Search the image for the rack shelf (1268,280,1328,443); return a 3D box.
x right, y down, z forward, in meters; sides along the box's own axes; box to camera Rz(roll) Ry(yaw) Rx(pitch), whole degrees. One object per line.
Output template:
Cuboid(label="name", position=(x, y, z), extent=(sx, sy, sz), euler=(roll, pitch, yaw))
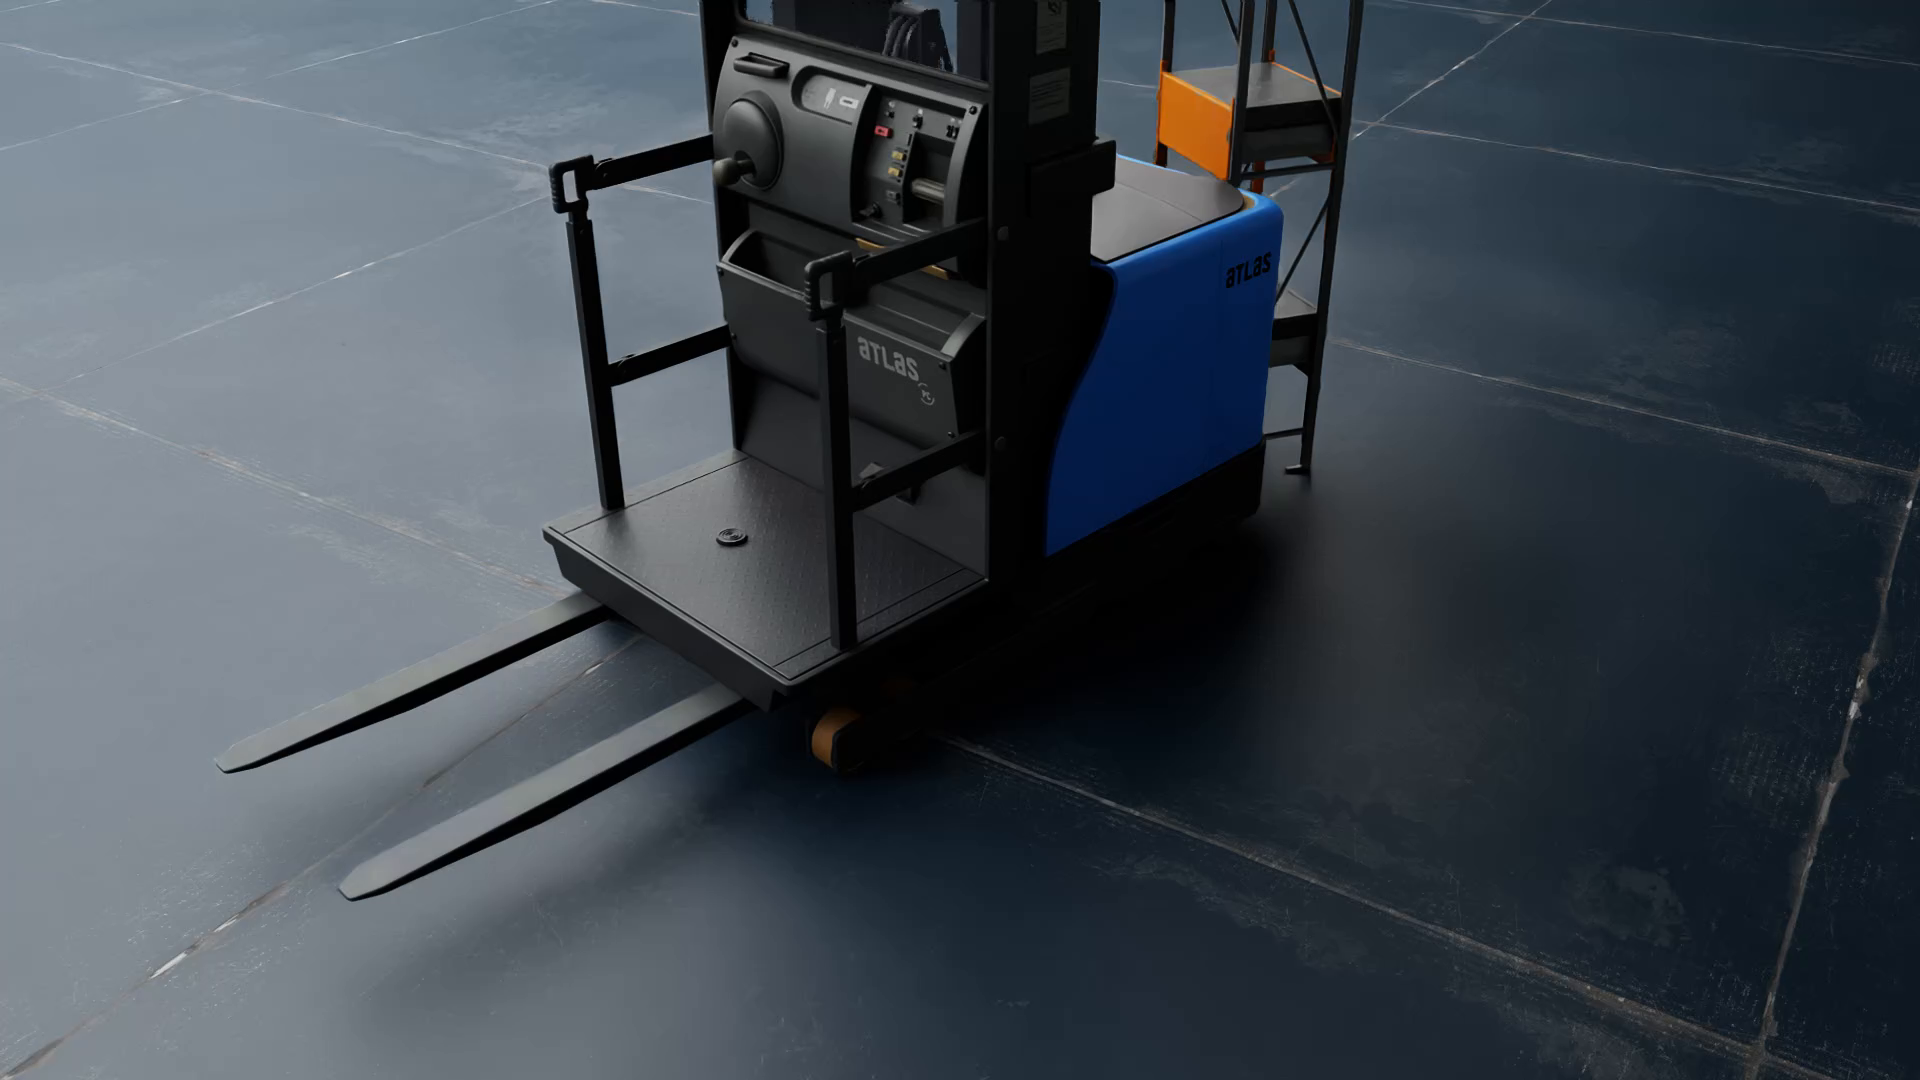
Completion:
Cuboid(label="rack shelf", position=(0.917, -0.620, 5.642), extent=(0.431, 0.518, 0.480), euler=(-11, 32, -18))

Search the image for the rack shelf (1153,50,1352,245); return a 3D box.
Cuboid(label="rack shelf", position=(0.916, -1.226, 5.292), extent=(0.431, 0.518, 0.480), euler=(-11, 32, -18))

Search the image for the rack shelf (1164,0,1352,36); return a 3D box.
Cuboid(label="rack shelf", position=(0.914, -1.832, 4.942), extent=(0.431, 0.518, 0.480), euler=(-11, 32, -18))

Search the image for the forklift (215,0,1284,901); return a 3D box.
Cuboid(label="forklift", position=(-0.446, -0.970, 4.004), extent=(3.031, 2.935, 1.130), euler=(-27, 39, -37))

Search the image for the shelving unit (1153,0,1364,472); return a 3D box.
Cuboid(label="shelving unit", position=(0.916, -1.238, 5.285), extent=(0.431, 2.100, 0.503), euler=(-11, 32, -18))

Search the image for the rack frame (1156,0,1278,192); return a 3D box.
Cuboid(label="rack frame", position=(0.830, -1.352, 5.483), extent=(0.400, 2.100, 0.015), euler=(-11, 32, -18))

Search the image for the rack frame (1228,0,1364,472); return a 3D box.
Cuboid(label="rack frame", position=(1.001, -1.124, 5.087), extent=(0.400, 2.100, 0.015), euler=(-11, 32, -18))
